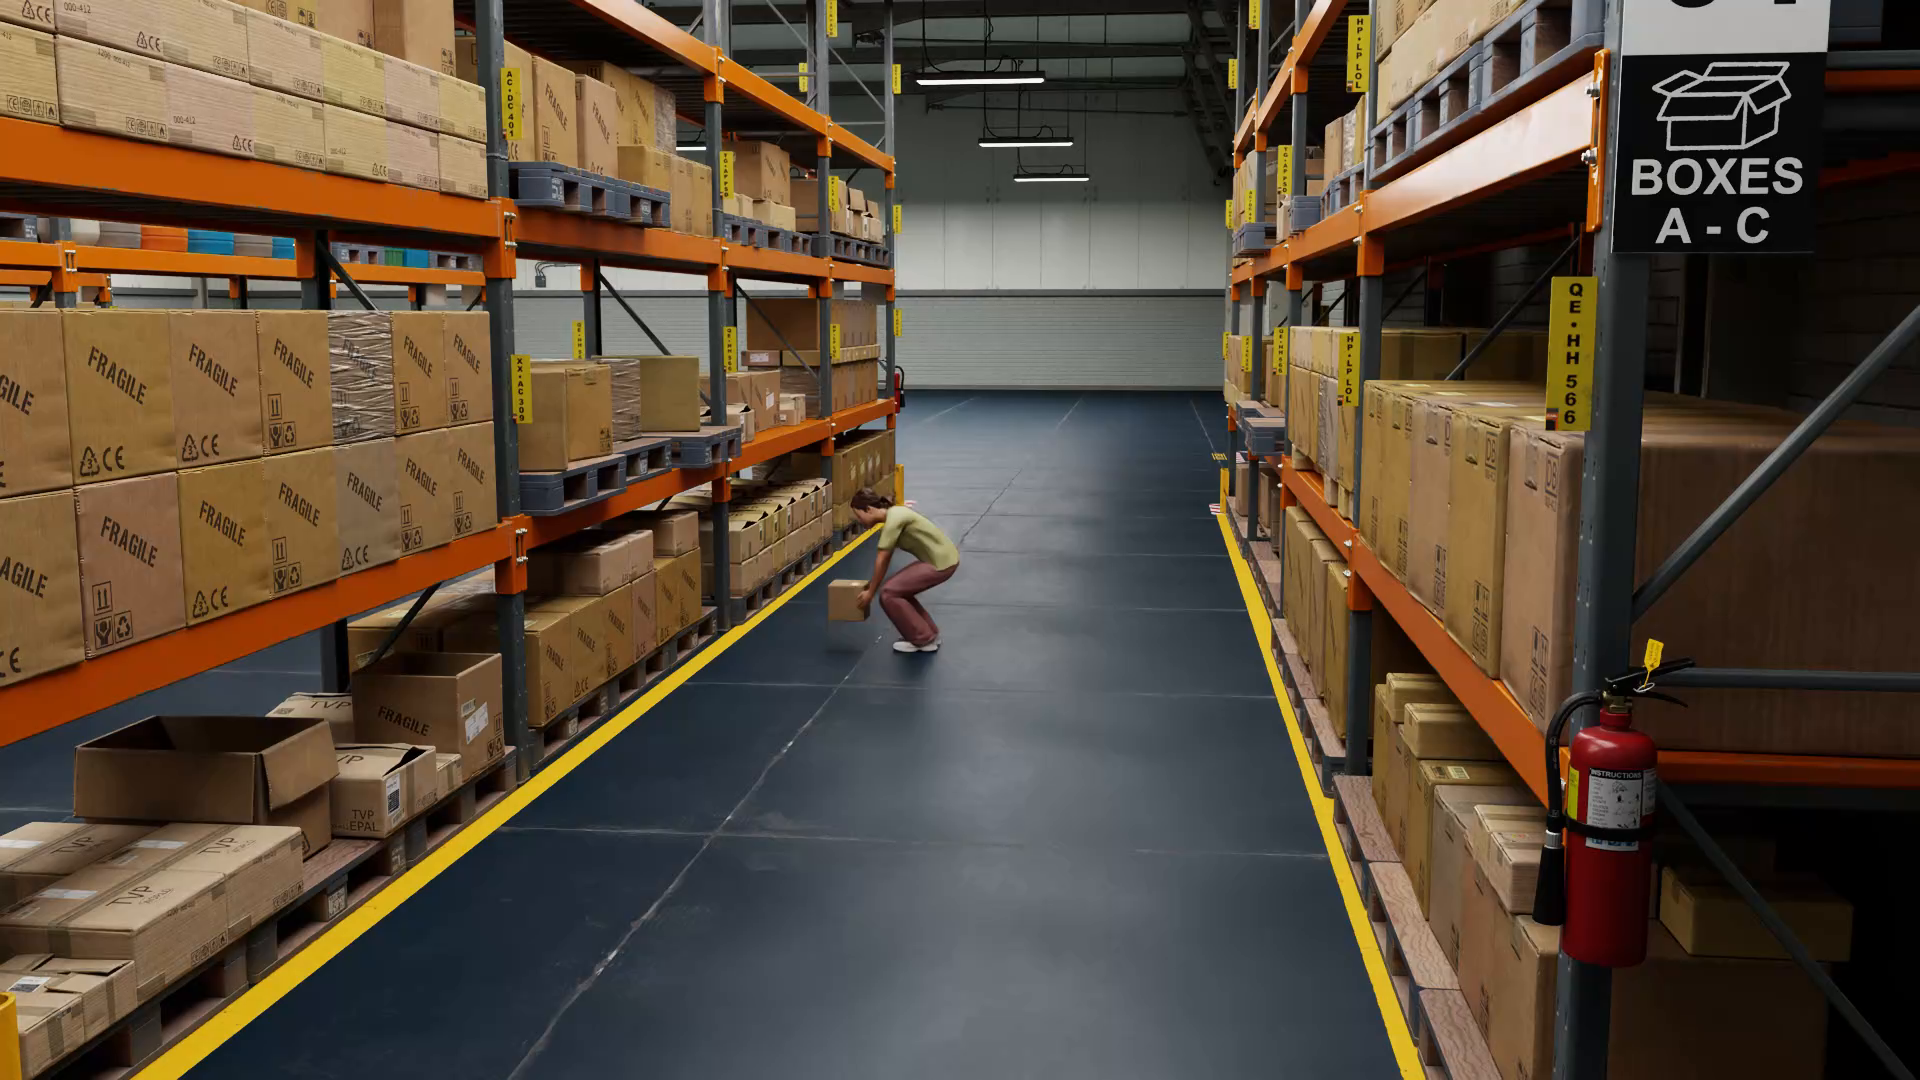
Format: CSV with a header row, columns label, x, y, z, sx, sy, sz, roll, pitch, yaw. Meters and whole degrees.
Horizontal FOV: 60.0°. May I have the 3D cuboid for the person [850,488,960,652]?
label,x,y,z,sx,sy,sz,roll,pitch,yaw
person,-0.379,0.200,11.425,0.747,1.116,0.505,1,8,6
